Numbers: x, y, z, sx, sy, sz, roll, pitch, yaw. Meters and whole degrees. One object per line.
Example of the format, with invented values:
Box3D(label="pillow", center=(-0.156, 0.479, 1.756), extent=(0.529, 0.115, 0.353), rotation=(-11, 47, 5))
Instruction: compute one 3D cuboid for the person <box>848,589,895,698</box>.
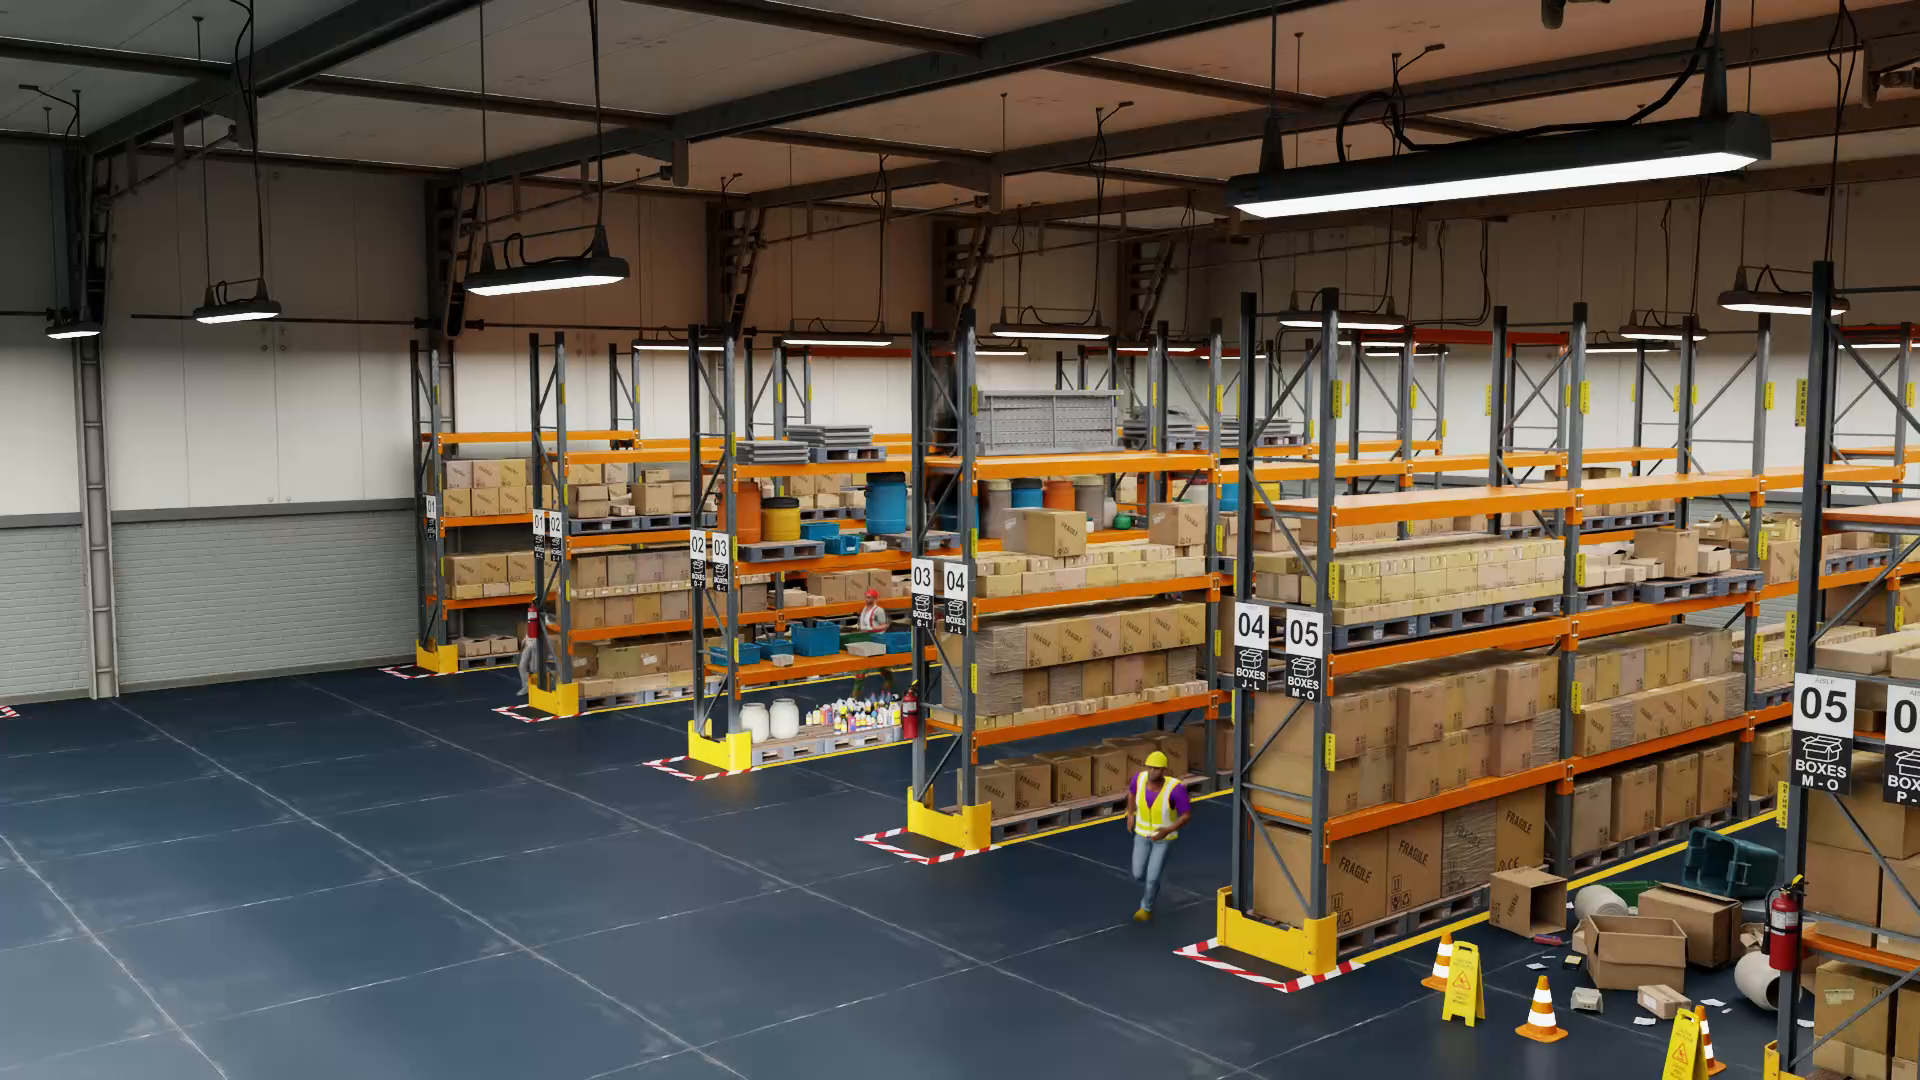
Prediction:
Box3D(label="person", center=(-1.467, 1.702, 27.609), extent=(0.642, 1.805, 0.983), rotation=(5, 7, 42))

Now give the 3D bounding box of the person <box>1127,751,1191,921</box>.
Box3D(label="person", center=(1.920, 2.848, 16.088), extent=(0.692, 1.701, 0.692), rotation=(2, 6, 25))

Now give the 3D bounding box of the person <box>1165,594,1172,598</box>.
Box3D(label="person", center=(3.729, 1.502, 30.945), extent=(0.813, 1.589, 0.544), rotation=(-4, 6, -33))

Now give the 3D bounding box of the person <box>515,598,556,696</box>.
Box3D(label="person", center=(-7.064, 1.780, 27.885), extent=(0.662, 1.663, 0.734), rotation=(4, 7, 40))
